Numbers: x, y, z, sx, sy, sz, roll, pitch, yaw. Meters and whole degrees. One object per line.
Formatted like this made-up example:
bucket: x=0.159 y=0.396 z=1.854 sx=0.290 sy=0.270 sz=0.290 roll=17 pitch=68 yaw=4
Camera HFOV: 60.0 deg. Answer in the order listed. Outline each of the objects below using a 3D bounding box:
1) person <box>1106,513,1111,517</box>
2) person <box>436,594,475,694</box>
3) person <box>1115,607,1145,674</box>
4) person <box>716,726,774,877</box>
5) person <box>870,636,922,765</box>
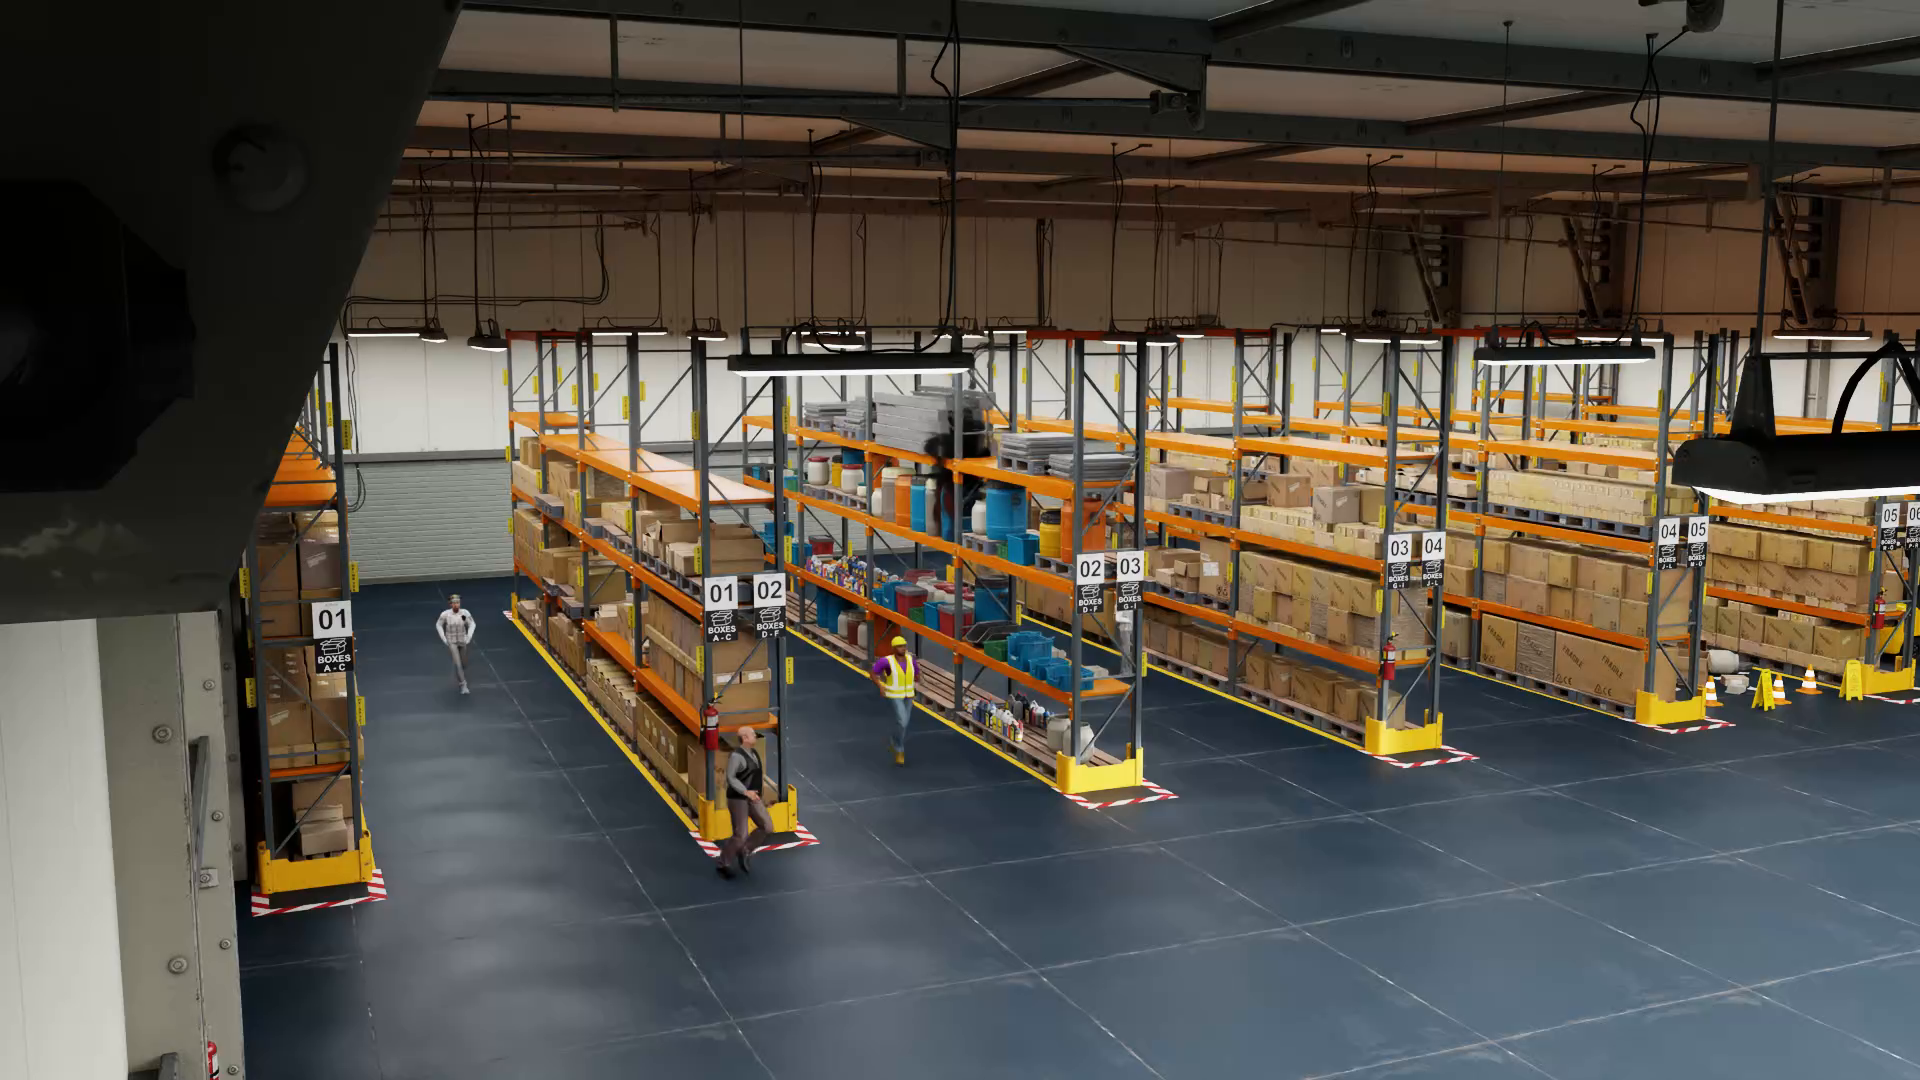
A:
person: x=3.381 y=-0.007 z=40.331 sx=0.711 sy=1.789 sz=0.749 roll=0 pitch=8 yaw=-1
person: x=-8.485 y=1.719 z=28.021 sx=0.643 sy=1.676 sz=0.747 roll=-4 pitch=9 yaw=-25
person: x=2.991 y=1.578 z=28.855 sx=0.600 sy=1.658 sz=0.579 roll=-4 pitch=9 yaw=-26
person: x=-2.404 y=2.943 z=18.889 sx=0.602 sy=1.666 sz=0.714 roll=3 pitch=8 yaw=23
person: x=-0.841 y=2.265 z=23.583 sx=0.674 sy=1.815 sz=0.702 roll=-6 pitch=10 yaw=-36
